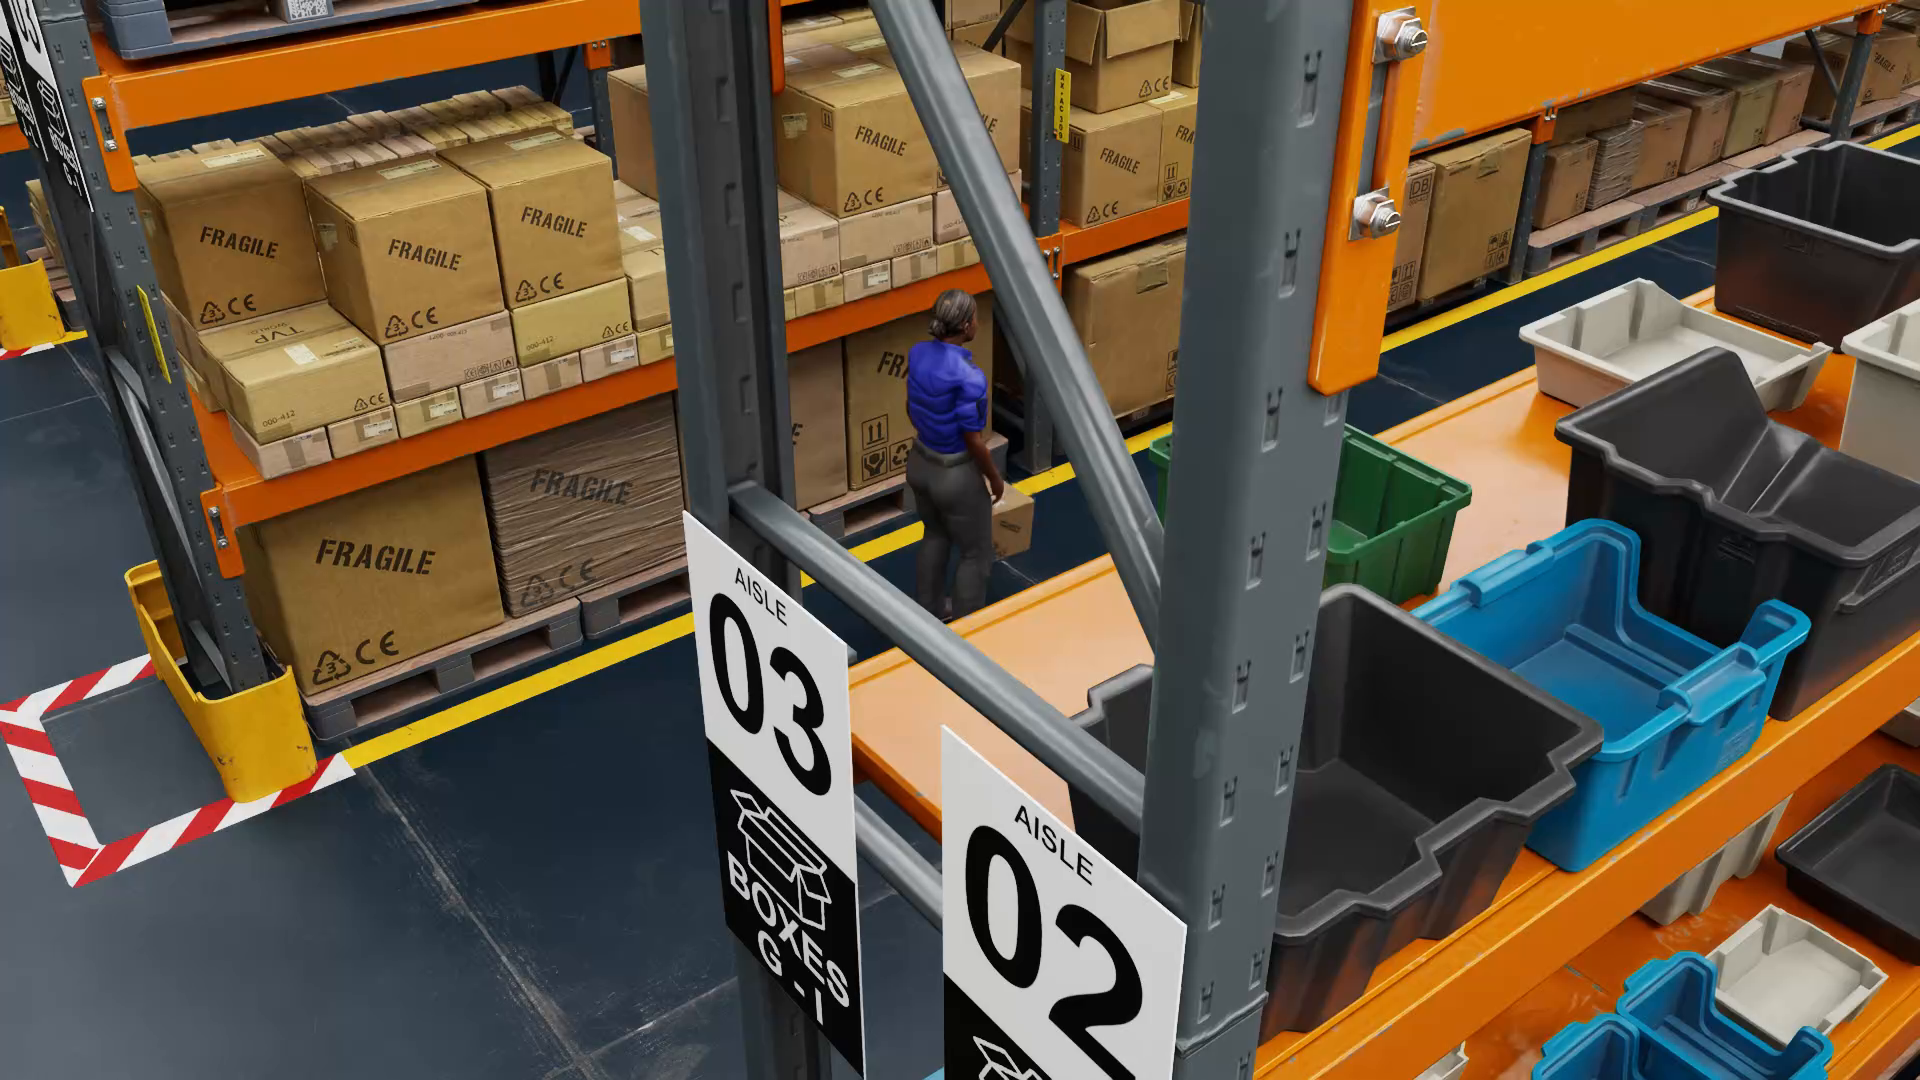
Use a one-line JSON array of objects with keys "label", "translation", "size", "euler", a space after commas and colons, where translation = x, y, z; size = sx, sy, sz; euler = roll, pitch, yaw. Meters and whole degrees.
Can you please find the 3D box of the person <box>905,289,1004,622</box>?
[{"label": "person", "translation": [-0.026, -0.283, 7.084], "size": [0.345, 1.659, 0.482], "euler": [-24, 39, -32]}]
